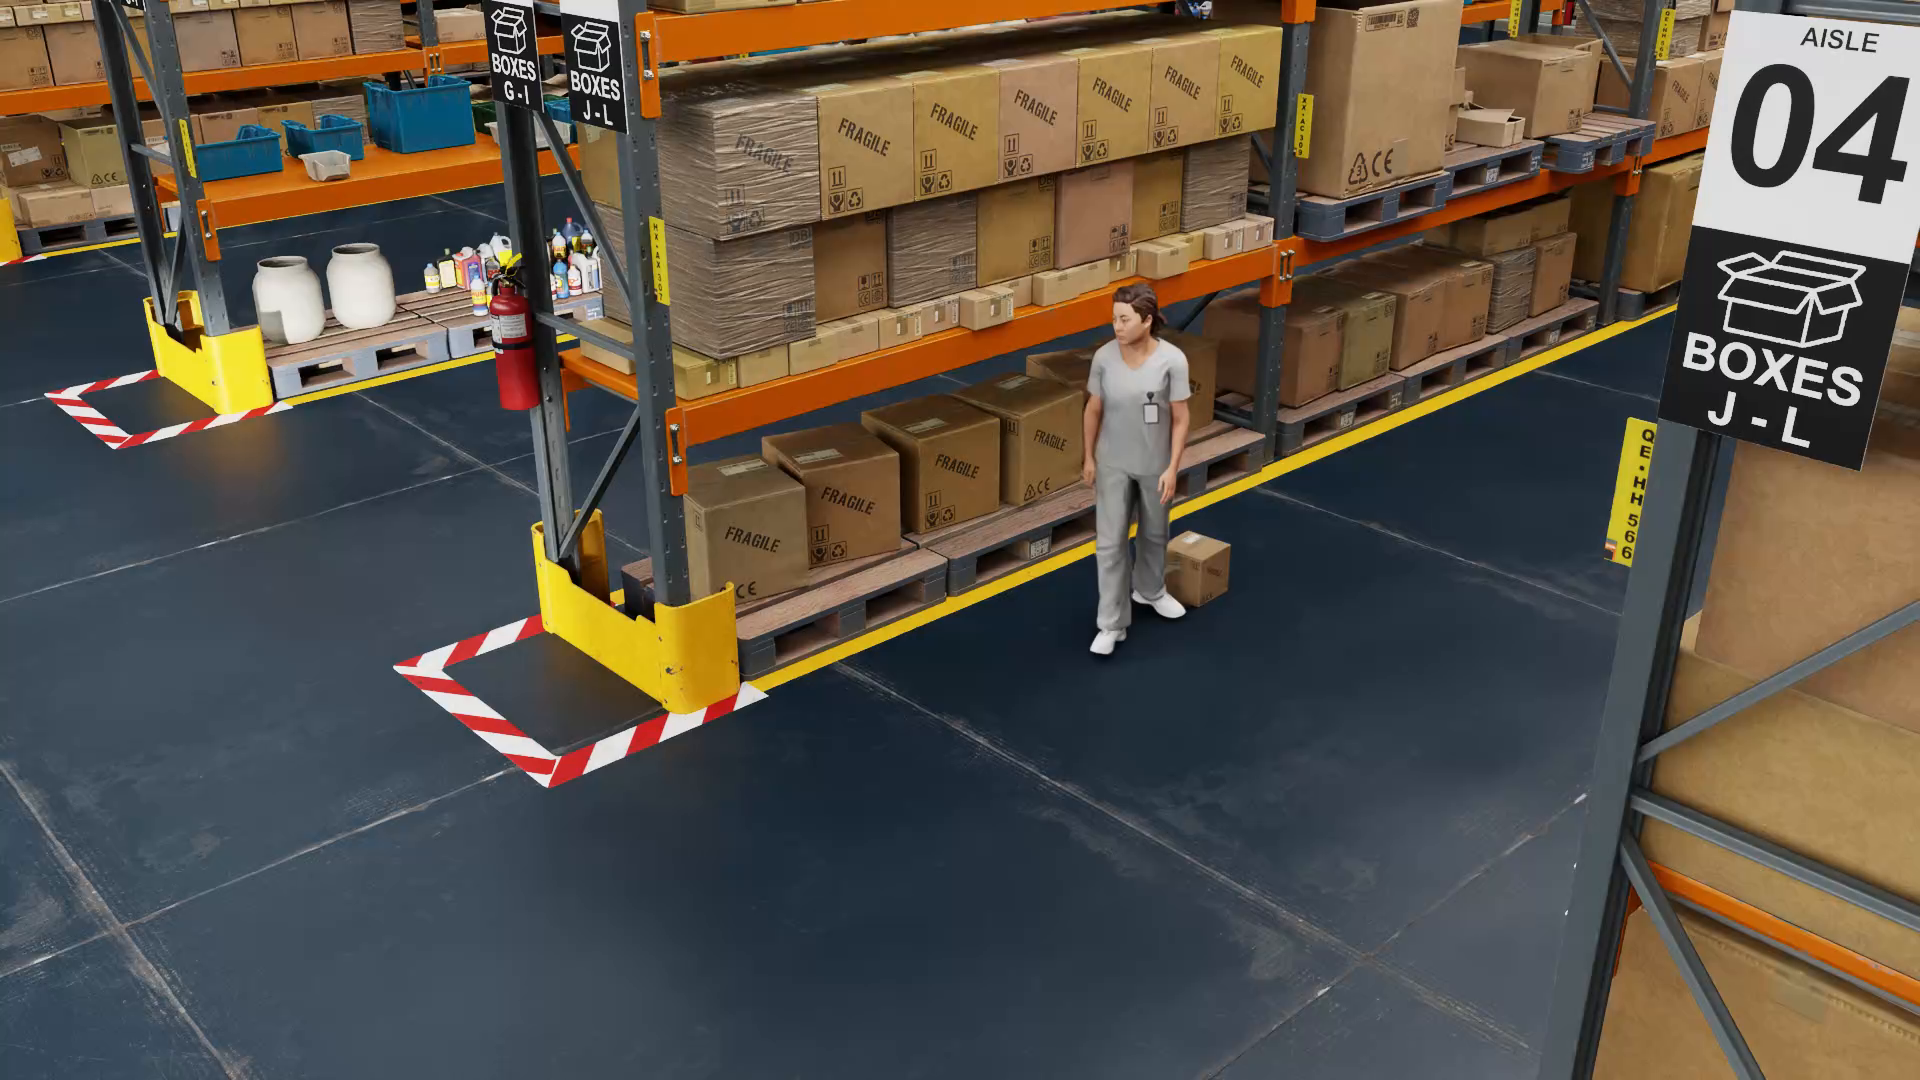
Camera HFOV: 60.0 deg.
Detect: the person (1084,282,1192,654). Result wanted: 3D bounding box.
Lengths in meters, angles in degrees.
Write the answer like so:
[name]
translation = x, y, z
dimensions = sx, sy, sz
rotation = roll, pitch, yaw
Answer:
[person]
translation = 0.785, -0.336, 7.350
dimensions = 0.491, 1.667, 0.646
rotation = 5, 25, 10
